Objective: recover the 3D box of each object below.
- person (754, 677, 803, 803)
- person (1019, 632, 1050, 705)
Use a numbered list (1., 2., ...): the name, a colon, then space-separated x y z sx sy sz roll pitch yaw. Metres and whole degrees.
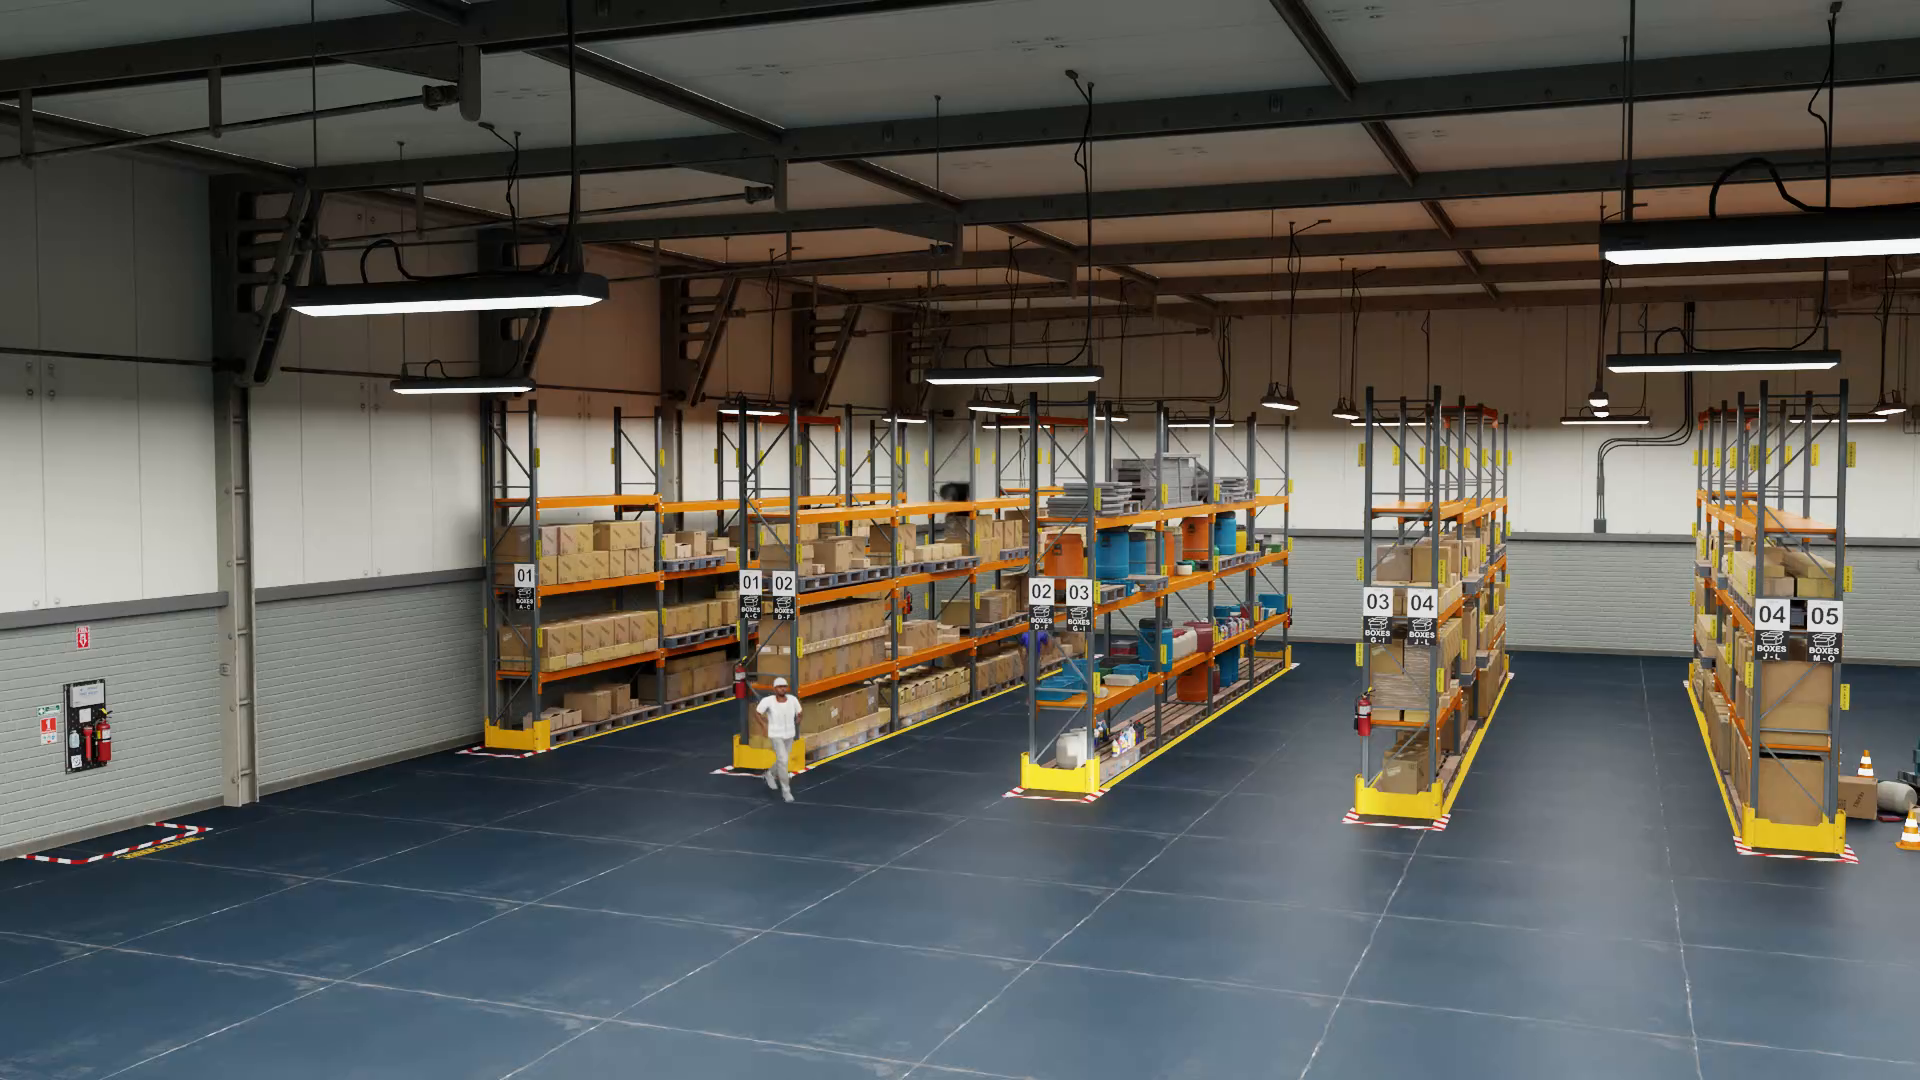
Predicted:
1. person: -2.626 2.906 24.523 0.681 1.781 0.916 -2 3 -33
2. person: 1.418 2.340 32.015 0.599 1.623 0.624 1 3 14
